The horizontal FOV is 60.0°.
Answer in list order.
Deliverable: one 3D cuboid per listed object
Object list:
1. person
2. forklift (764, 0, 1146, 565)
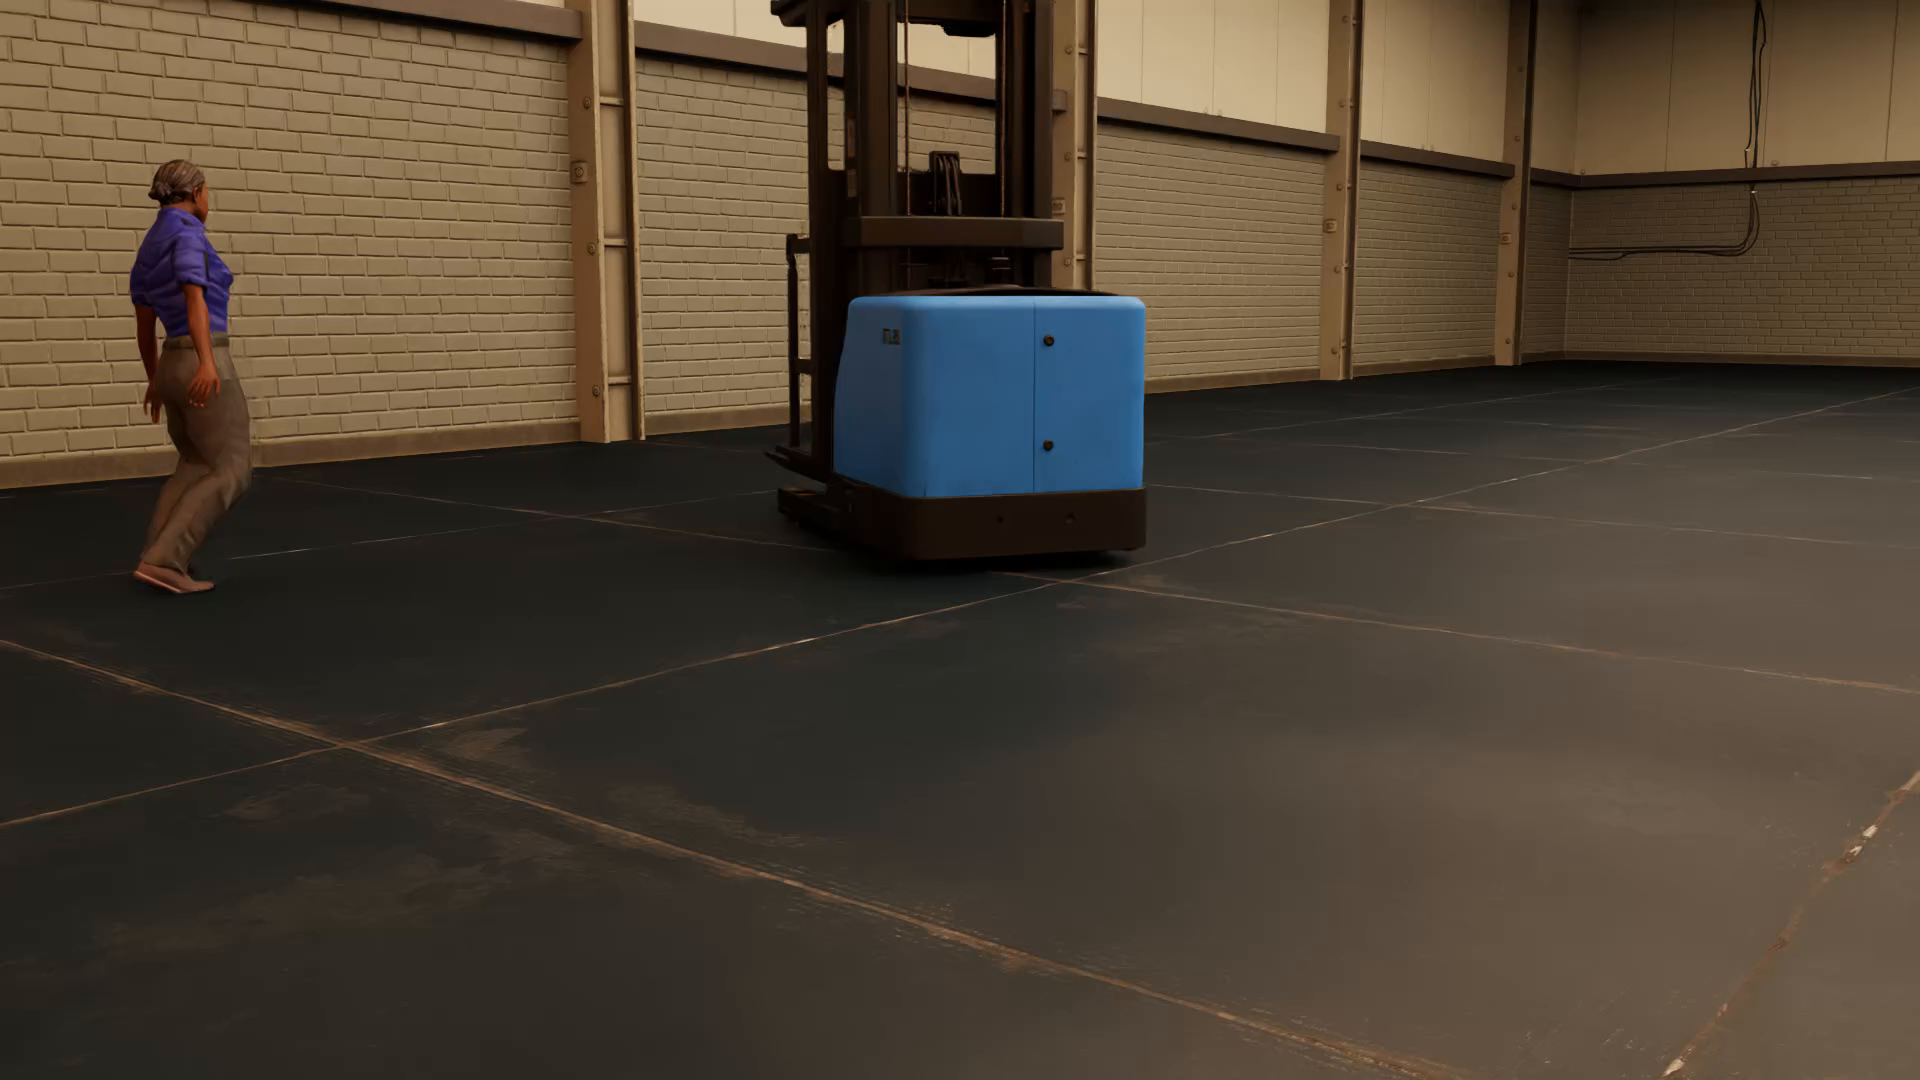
[{"bbox_3d":[-2.908,-0.602,6.159,0.470,1.606,0.817,-8,11,-42],"label":"person"},{"bbox_3d":[-0.235,-1.528,7.727,1.130,2.935,3.031,-3,9,-20],"label":"forklift"}]
